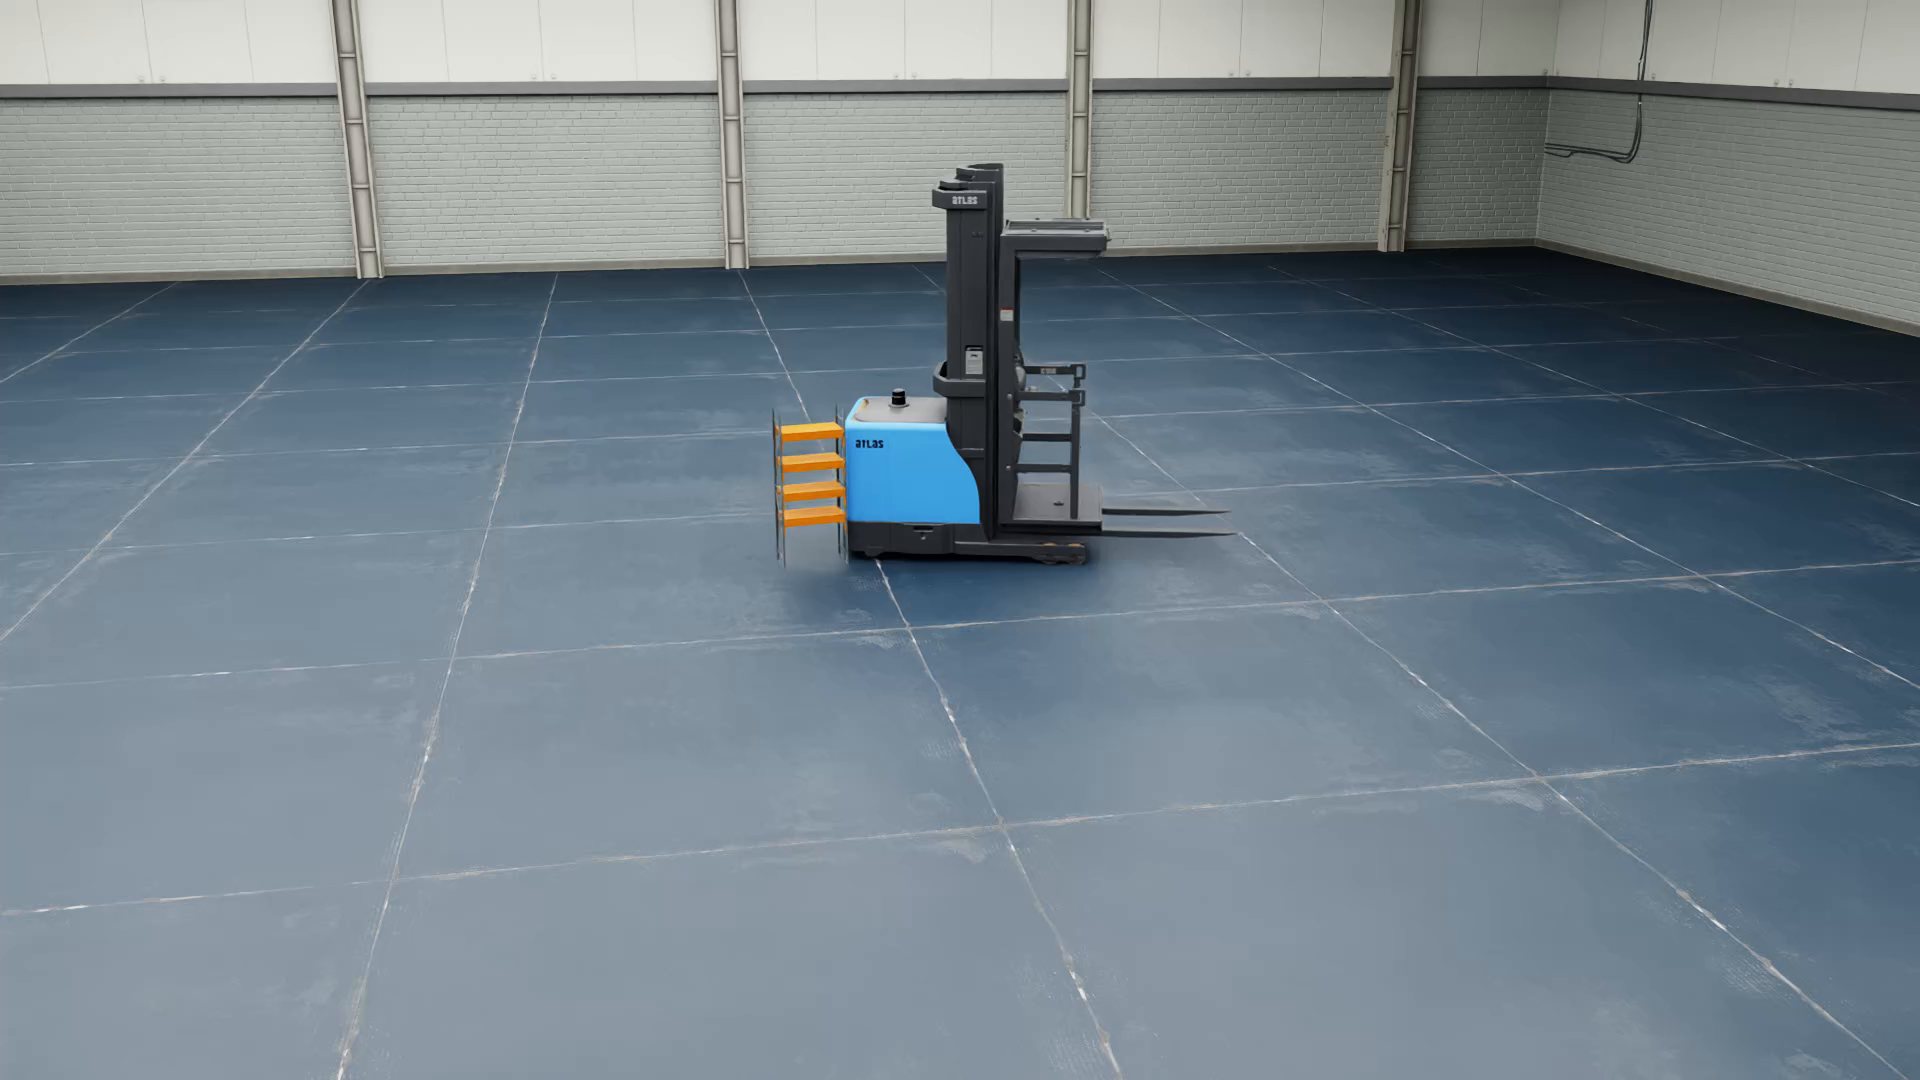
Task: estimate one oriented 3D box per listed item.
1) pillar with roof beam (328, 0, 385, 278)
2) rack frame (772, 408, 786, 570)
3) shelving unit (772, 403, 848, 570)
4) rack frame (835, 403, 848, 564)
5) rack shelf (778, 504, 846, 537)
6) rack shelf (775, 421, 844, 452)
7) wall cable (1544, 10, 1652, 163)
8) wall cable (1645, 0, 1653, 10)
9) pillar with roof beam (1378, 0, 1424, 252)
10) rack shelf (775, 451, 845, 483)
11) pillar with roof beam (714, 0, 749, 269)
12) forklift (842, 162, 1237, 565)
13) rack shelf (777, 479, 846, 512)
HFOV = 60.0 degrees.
[{"bbox_3d":[-8.903,-7.406,22.097,0.400,9.000,9.100,-3,17,-10],"label":"pillar with roof beam"},{"bbox_3d":[-1.363,-0.380,12.506,0.015,1.200,0.240,-6,18,-18],"label":"rack frame"},{"bbox_3d":[-1.132,-0.404,12.583,0.503,1.200,0.258,-6,18,-18],"label":"shelving unit"},{"bbox_3d":[-0.902,-0.427,12.660,0.015,1.200,0.240,-6,18,-18],"label":"rack frame"},{"bbox_3d":[-1.132,-0.150,12.661,0.480,0.148,0.258,-6,18,-18],"label":"rack shelf"},{"bbox_3d":[-1.132,-0.779,12.468,0.480,0.148,0.258,-6,18,-18],"label":"rack shelf"},{"bbox_3d":[11.097,-7.948,29.151,0.112,2.526,3.097,-3,17,-10],"label":"wall cable"},{"bbox_3d":[11.610,-9.582,25.870,0.112,2.526,3.097,-3,17,-10],"label":"wall cable"},{"bbox_3d":[8.771,-8.408,25.361,0.400,9.000,9.100,-3,17,-10],"label":"pillar with roof beam"},{"bbox_3d":[-1.132,-0.553,12.537,0.480,0.148,0.258,-6,18,-18],"label":"rack shelf"},{"bbox_3d":[-3.011,-7.740,23.185,0.400,9.000,9.100,-3,17,-10],"label":"pillar with roof beam"},{"bbox_3d":[0.637,-1.370,12.779,3.031,2.935,1.130,1,17,4],"label":"forklift"},{"bbox_3d":[-1.132,-0.339,12.603,0.480,0.148,0.258,-6,18,-18],"label":"rack shelf"}]
